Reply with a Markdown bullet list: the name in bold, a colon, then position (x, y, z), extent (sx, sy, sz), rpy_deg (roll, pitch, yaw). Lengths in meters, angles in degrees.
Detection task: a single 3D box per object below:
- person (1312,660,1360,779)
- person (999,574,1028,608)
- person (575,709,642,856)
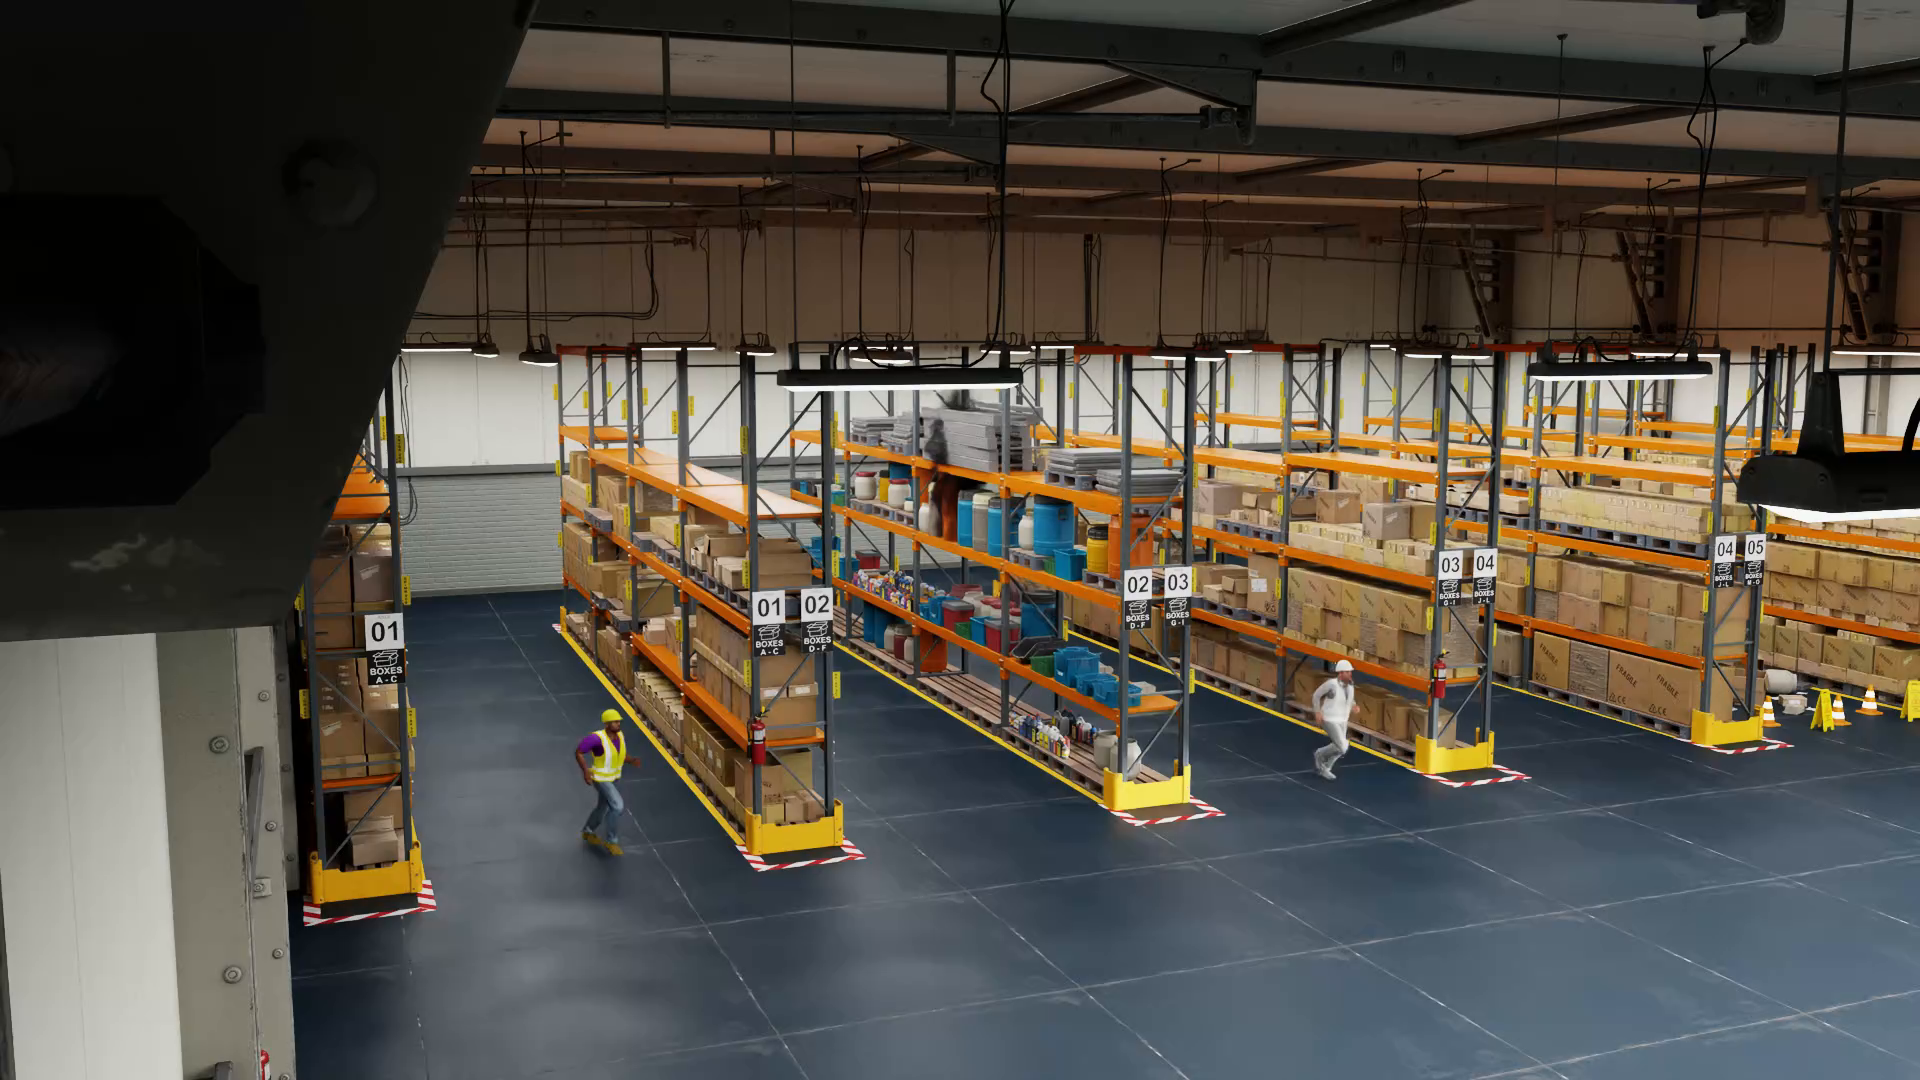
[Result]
- **person**: position (5.309, 2.522, 23.354), extent (0.635, 1.711, 0.636), rpy_deg (-6, 10, -41)
- **person**: position (1.061, 1.452, 31.800), extent (0.712, 1.733, 0.720), rpy_deg (-5, 9, -34)
- **person**: position (-4.278, 2.932, 20.160), extent (0.865, 1.813, 0.626), rpy_deg (3, 8, 23)
